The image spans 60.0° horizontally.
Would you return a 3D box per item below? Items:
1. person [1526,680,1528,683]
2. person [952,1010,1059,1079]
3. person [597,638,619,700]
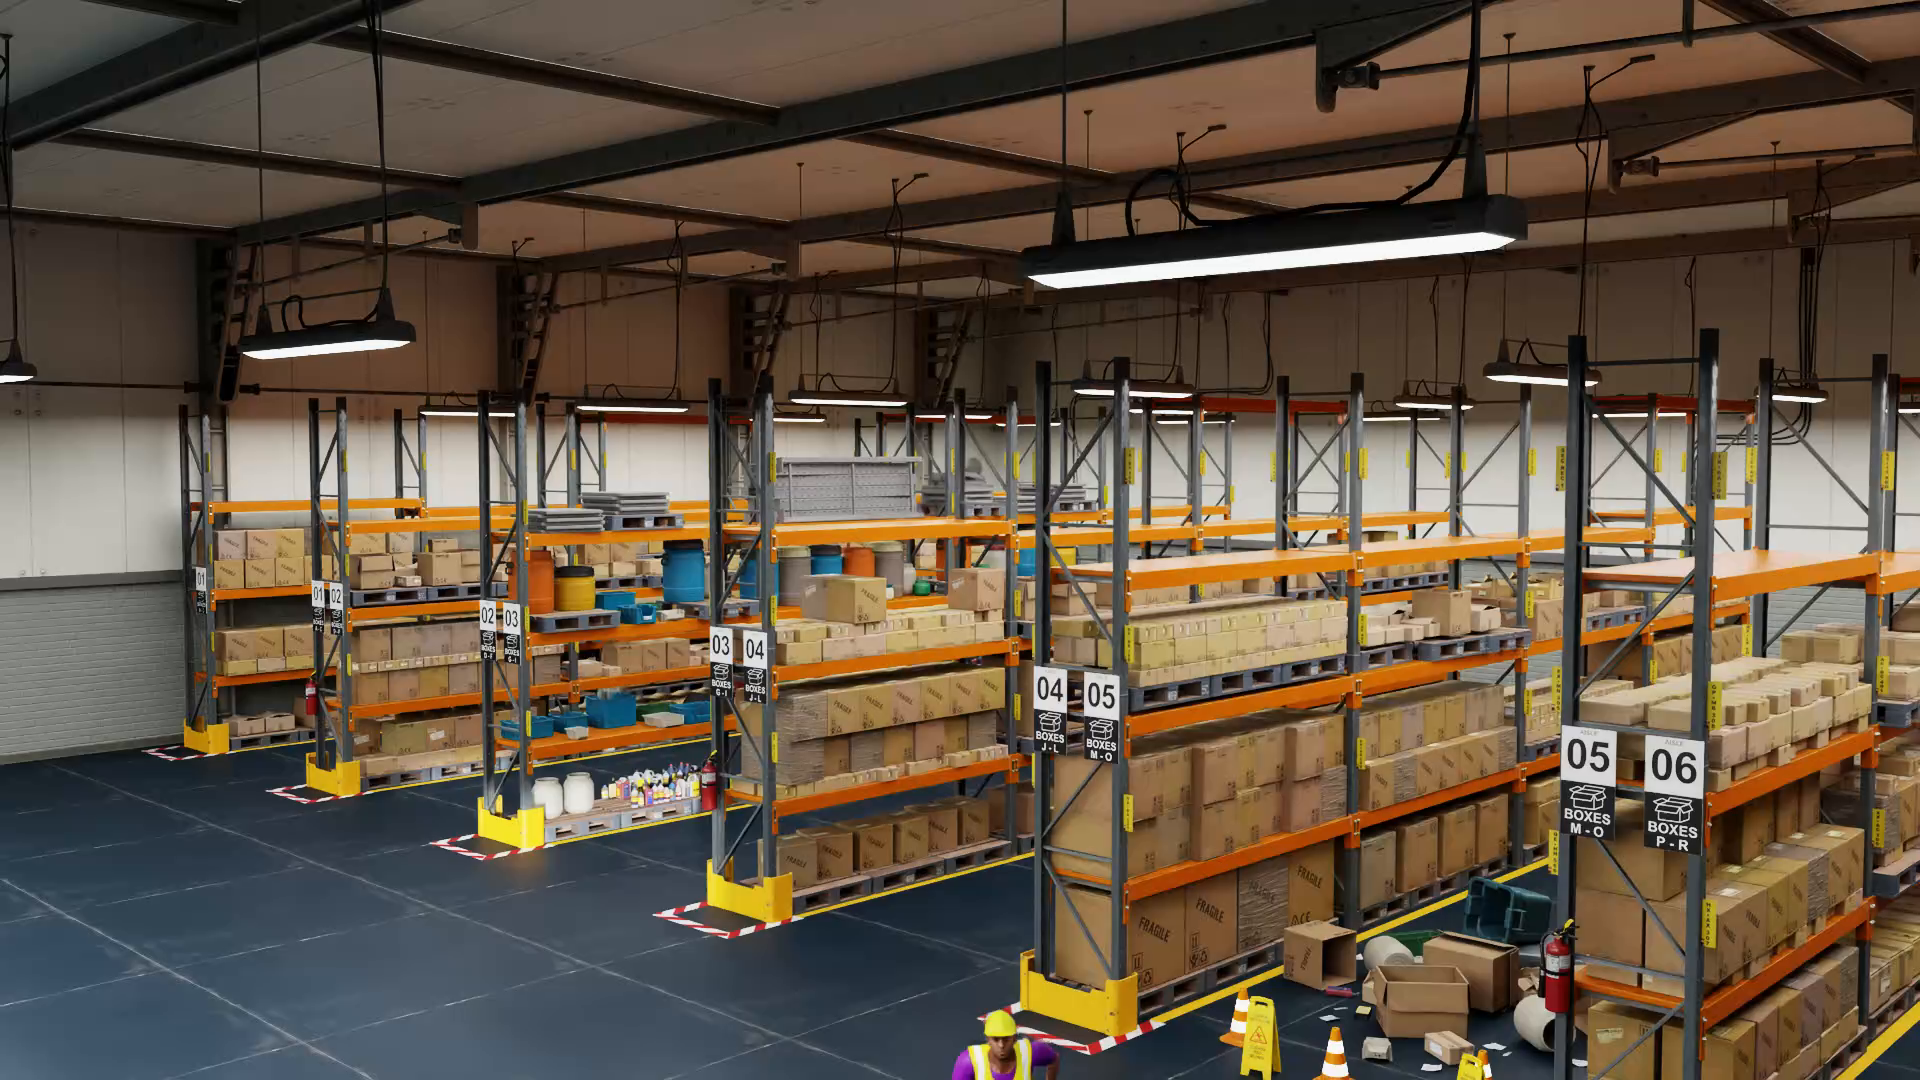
[{"bbox_3d":[8.650,2.992,25.510,0.738,1.725,0.559,-3,4,-44],"label":"person"},{"bbox_3d":[0.282,3.761,10.454,0.678,1.690,0.755,0,3,4],"label":"person"},{"bbox_3d":[-6.655,2.670,31.582,0.742,1.669,0.825,2,4,36],"label":"person"}]
